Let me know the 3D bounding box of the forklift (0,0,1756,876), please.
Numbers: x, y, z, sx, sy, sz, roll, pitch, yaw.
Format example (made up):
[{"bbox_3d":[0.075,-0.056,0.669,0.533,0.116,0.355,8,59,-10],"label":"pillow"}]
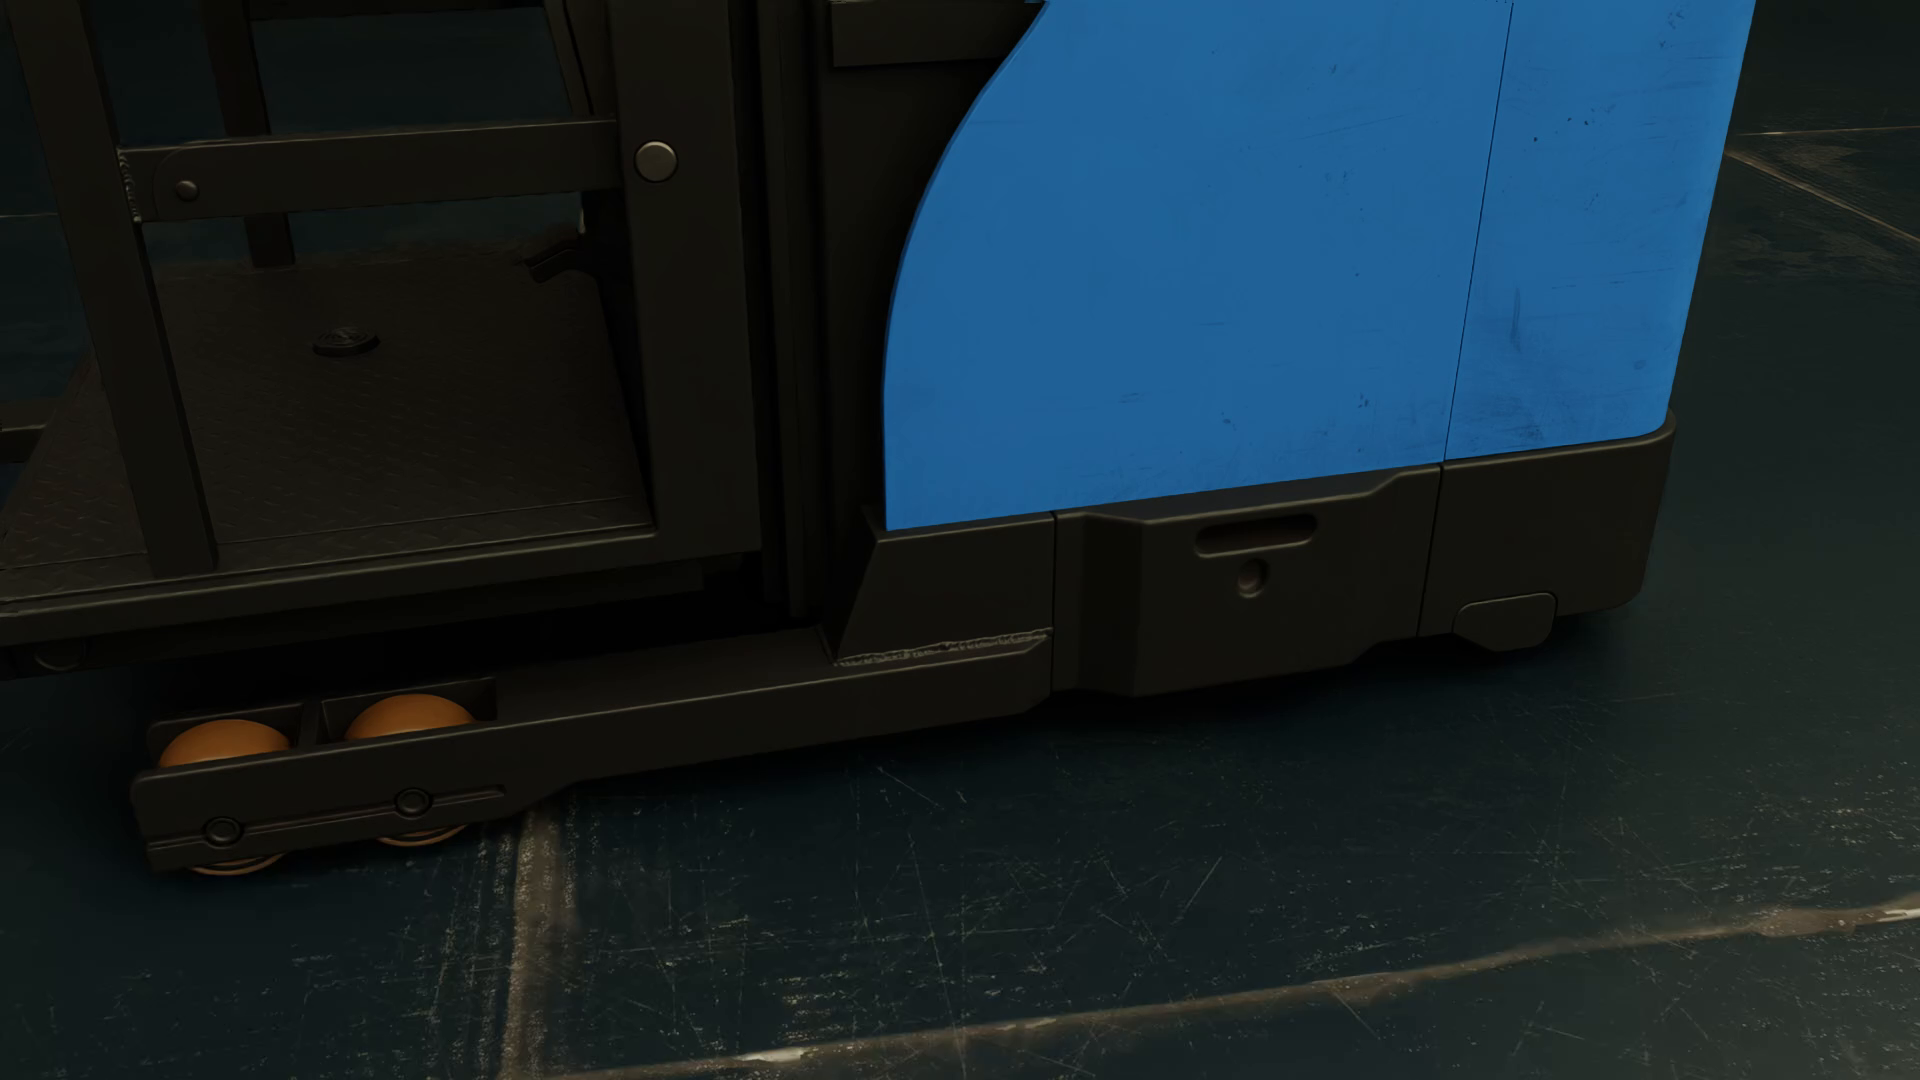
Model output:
[{"bbox_3d":[-0.654,-1.204,1.643,3.031,2.935,1.130,-7,29,-13],"label":"forklift"}]
